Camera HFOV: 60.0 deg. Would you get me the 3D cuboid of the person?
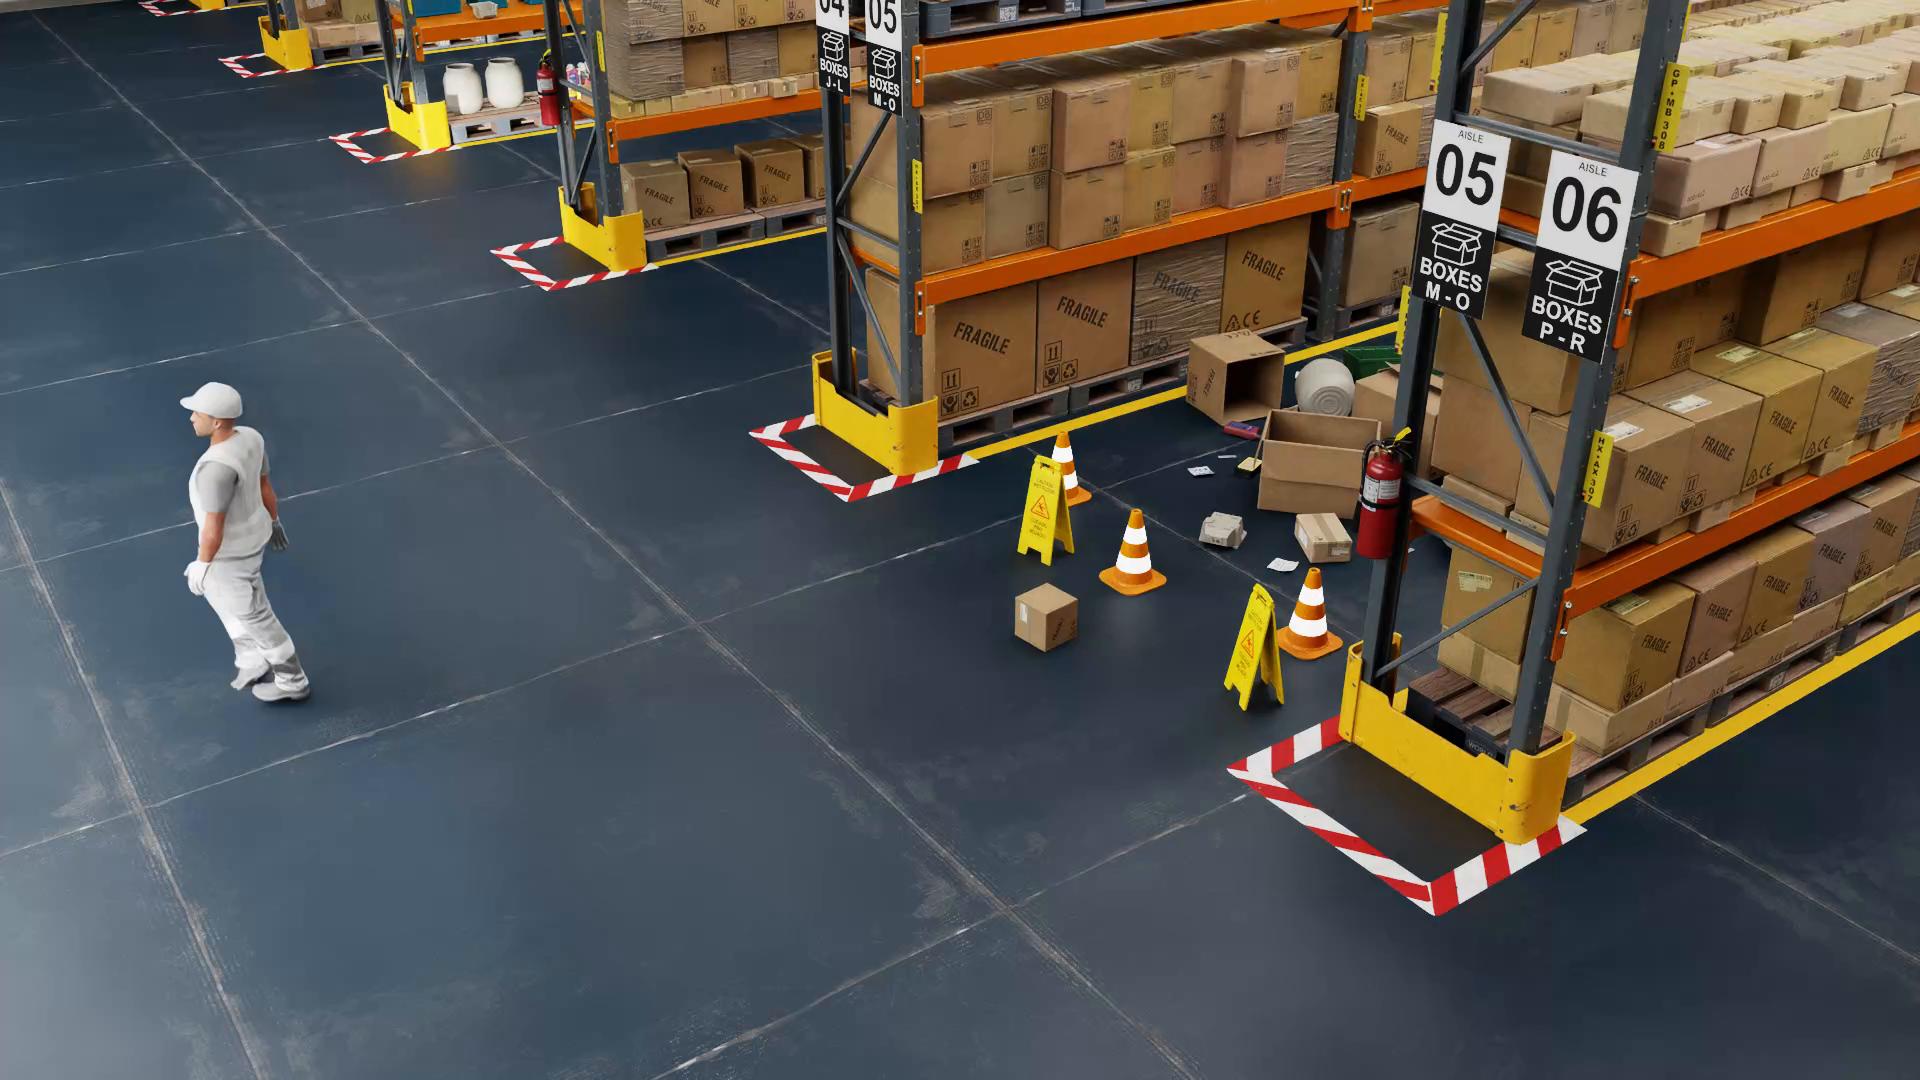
[{"bbox_3d":[-3.719,0.057,8.508,0.513,1.840,0.590,-1,28,-2],"label":"person"}]
